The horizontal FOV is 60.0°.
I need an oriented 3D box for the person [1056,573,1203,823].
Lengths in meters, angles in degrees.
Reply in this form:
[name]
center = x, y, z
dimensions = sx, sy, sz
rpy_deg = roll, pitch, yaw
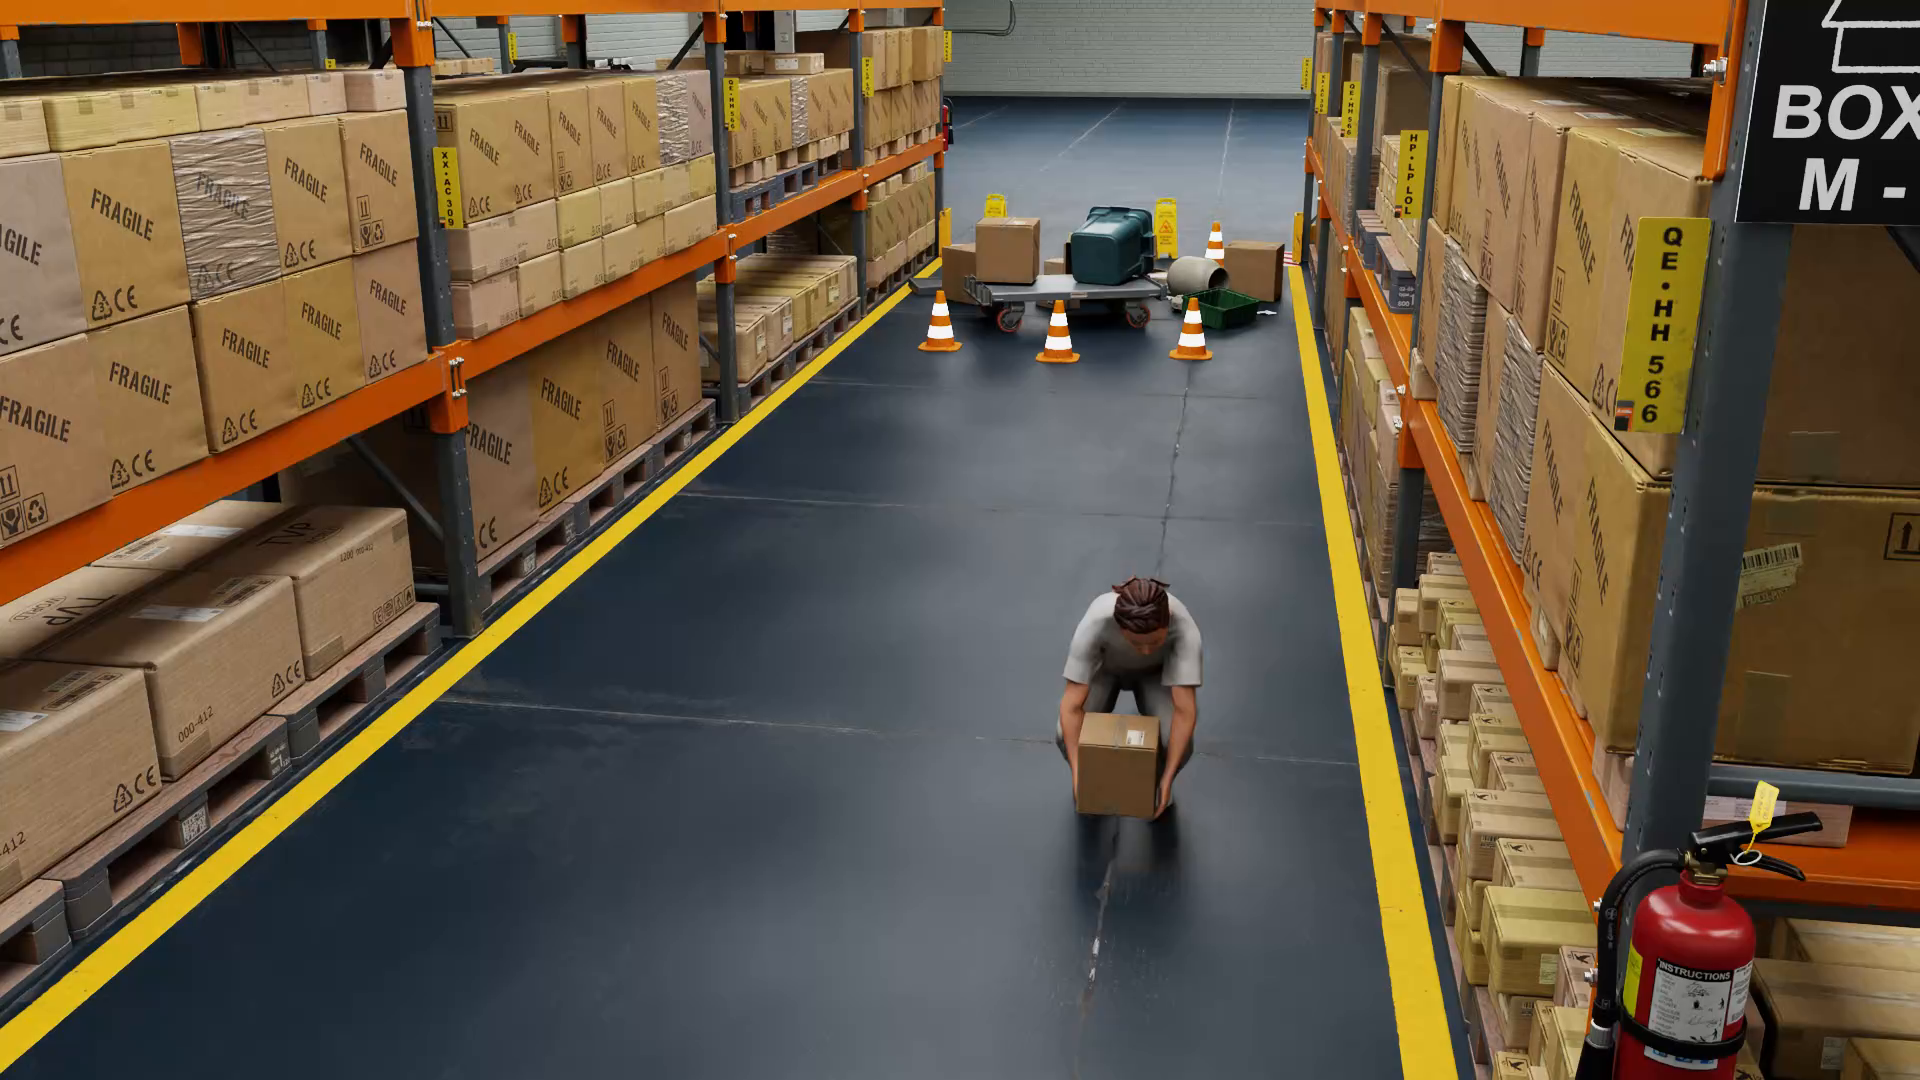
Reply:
[person]
center = 0.587, 0.503, 5.714
dimensions = 0.488, 0.935, 0.803
rpy_deg = 3, 18, 9
